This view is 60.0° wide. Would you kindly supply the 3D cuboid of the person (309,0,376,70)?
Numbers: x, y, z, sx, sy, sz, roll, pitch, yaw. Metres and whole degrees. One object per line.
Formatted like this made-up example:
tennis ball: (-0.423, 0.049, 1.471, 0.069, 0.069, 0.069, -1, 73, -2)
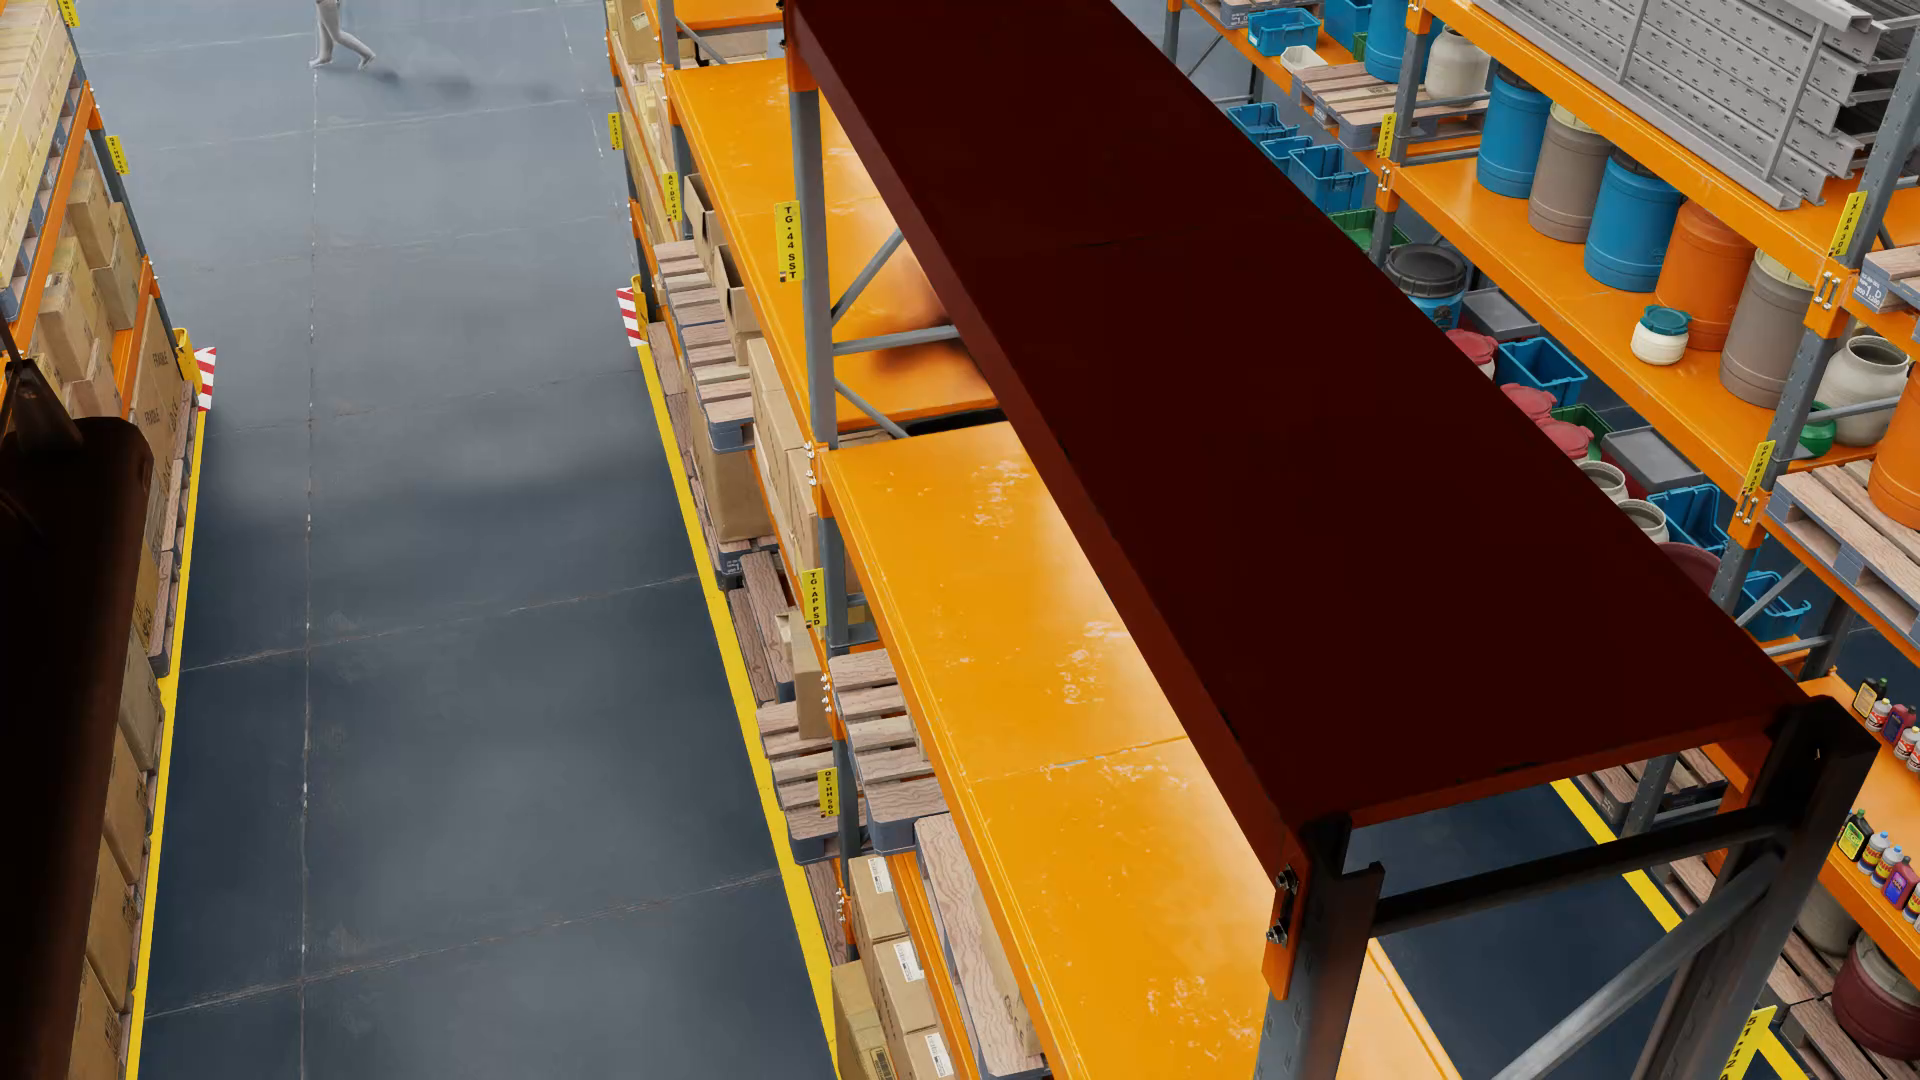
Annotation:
person: (-7.360, -6.300, 19.380, 0.941, 1.684, 0.575, 5, 39, 7)
